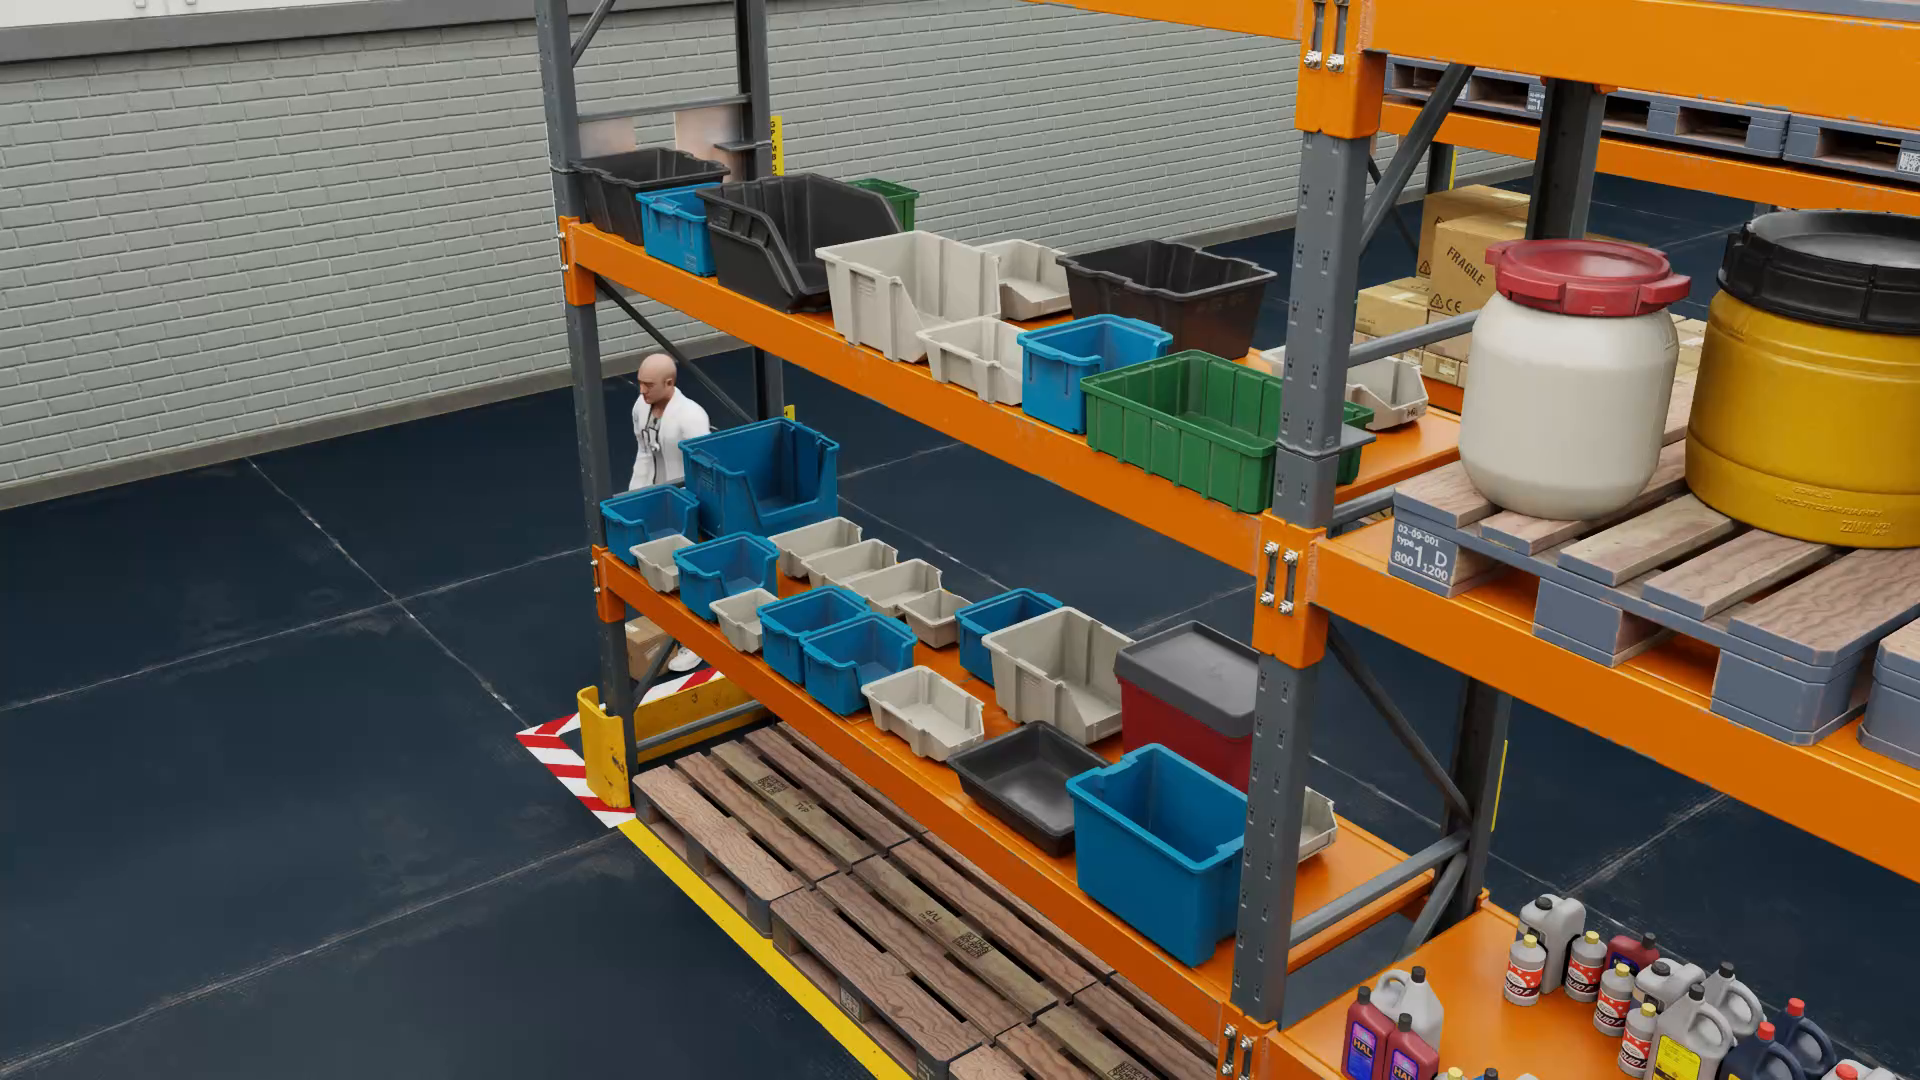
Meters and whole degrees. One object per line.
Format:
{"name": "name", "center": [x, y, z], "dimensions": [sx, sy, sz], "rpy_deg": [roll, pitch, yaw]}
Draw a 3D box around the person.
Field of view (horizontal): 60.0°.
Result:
{"name": "person", "center": [-1.549, -0.168, 8.993], "dimensions": [0.656, 1.775, 0.417], "rpy_deg": [22, 32, 39]}
